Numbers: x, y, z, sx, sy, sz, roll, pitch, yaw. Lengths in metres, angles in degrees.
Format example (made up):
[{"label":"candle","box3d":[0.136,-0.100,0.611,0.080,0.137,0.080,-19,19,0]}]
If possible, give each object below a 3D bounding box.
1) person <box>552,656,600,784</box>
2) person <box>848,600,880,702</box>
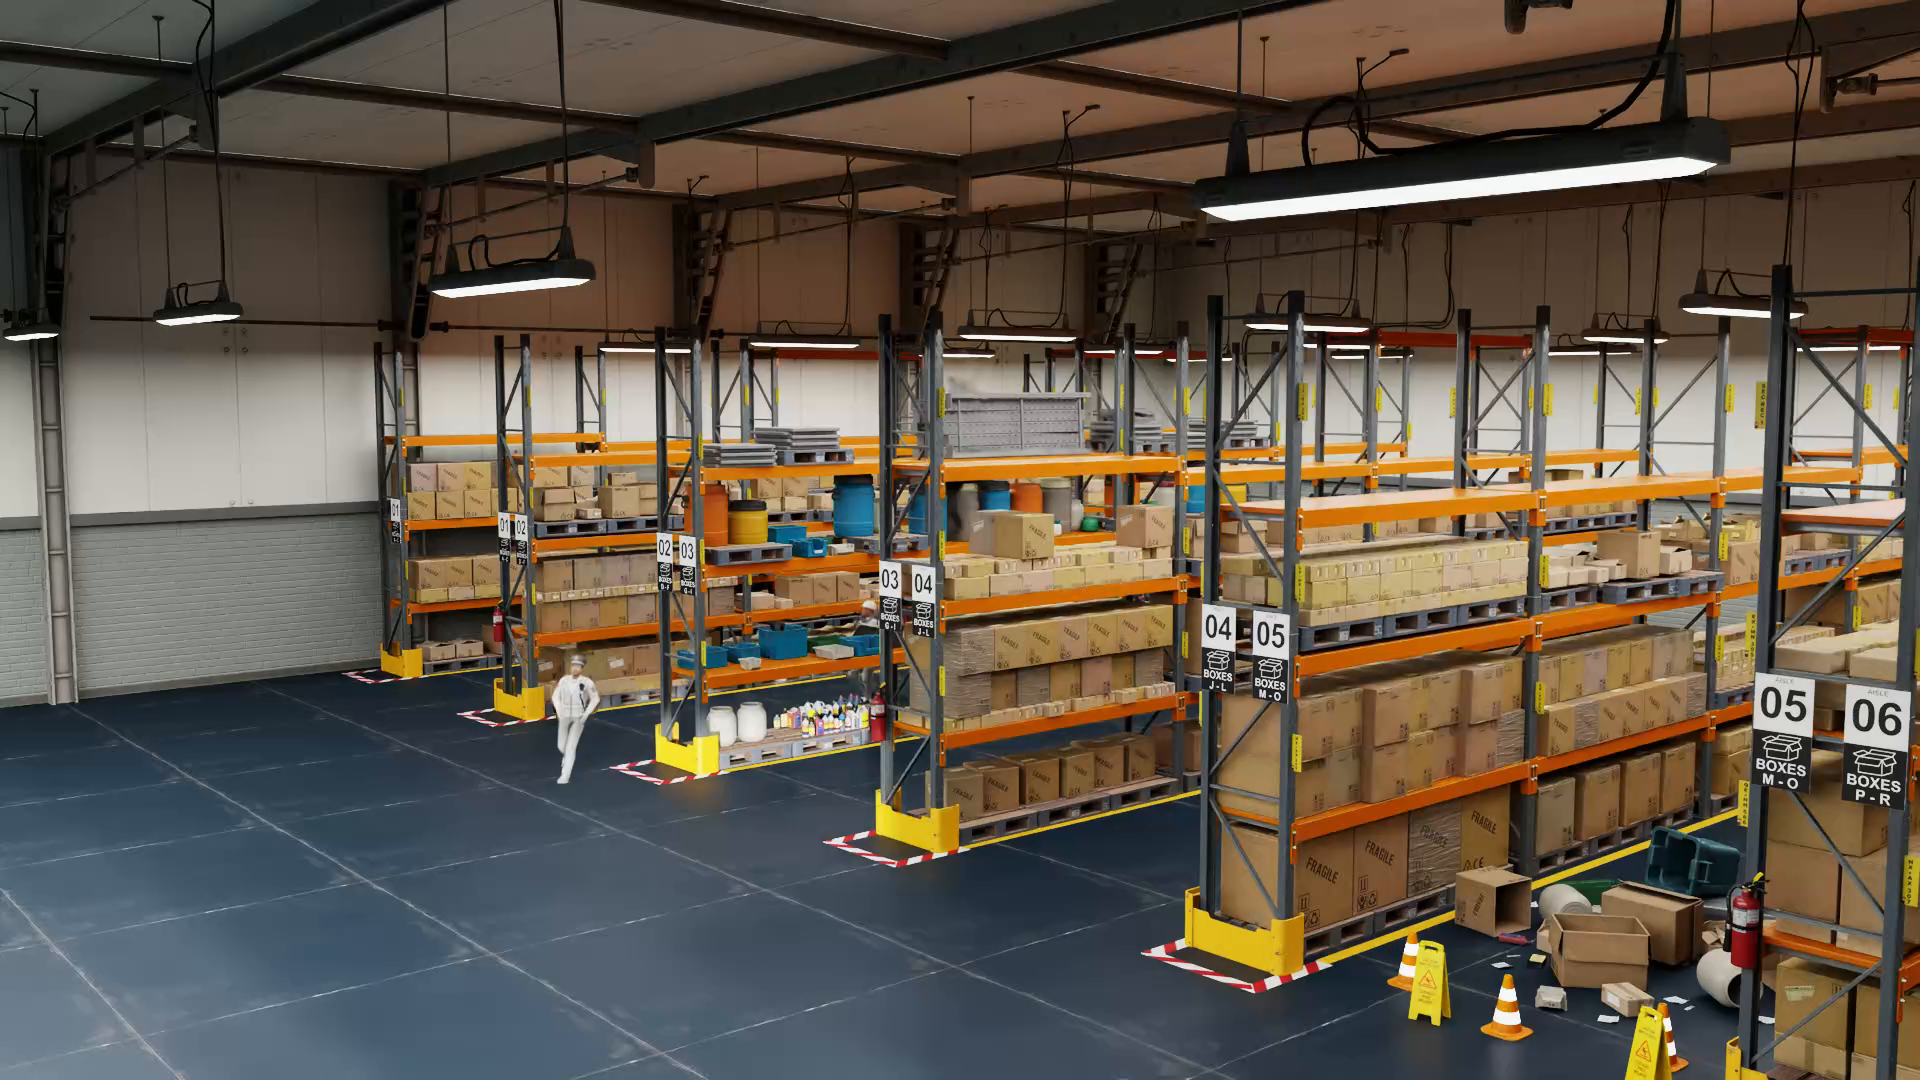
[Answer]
[{"label":"person","box3d":[-5.090,2.350,22.017,0.636,1.680,0.632,0,5,2]},{"label":"person","box3d":[-1.563,1.842,27.030,0.657,1.729,0.575,5,7,44]}]
